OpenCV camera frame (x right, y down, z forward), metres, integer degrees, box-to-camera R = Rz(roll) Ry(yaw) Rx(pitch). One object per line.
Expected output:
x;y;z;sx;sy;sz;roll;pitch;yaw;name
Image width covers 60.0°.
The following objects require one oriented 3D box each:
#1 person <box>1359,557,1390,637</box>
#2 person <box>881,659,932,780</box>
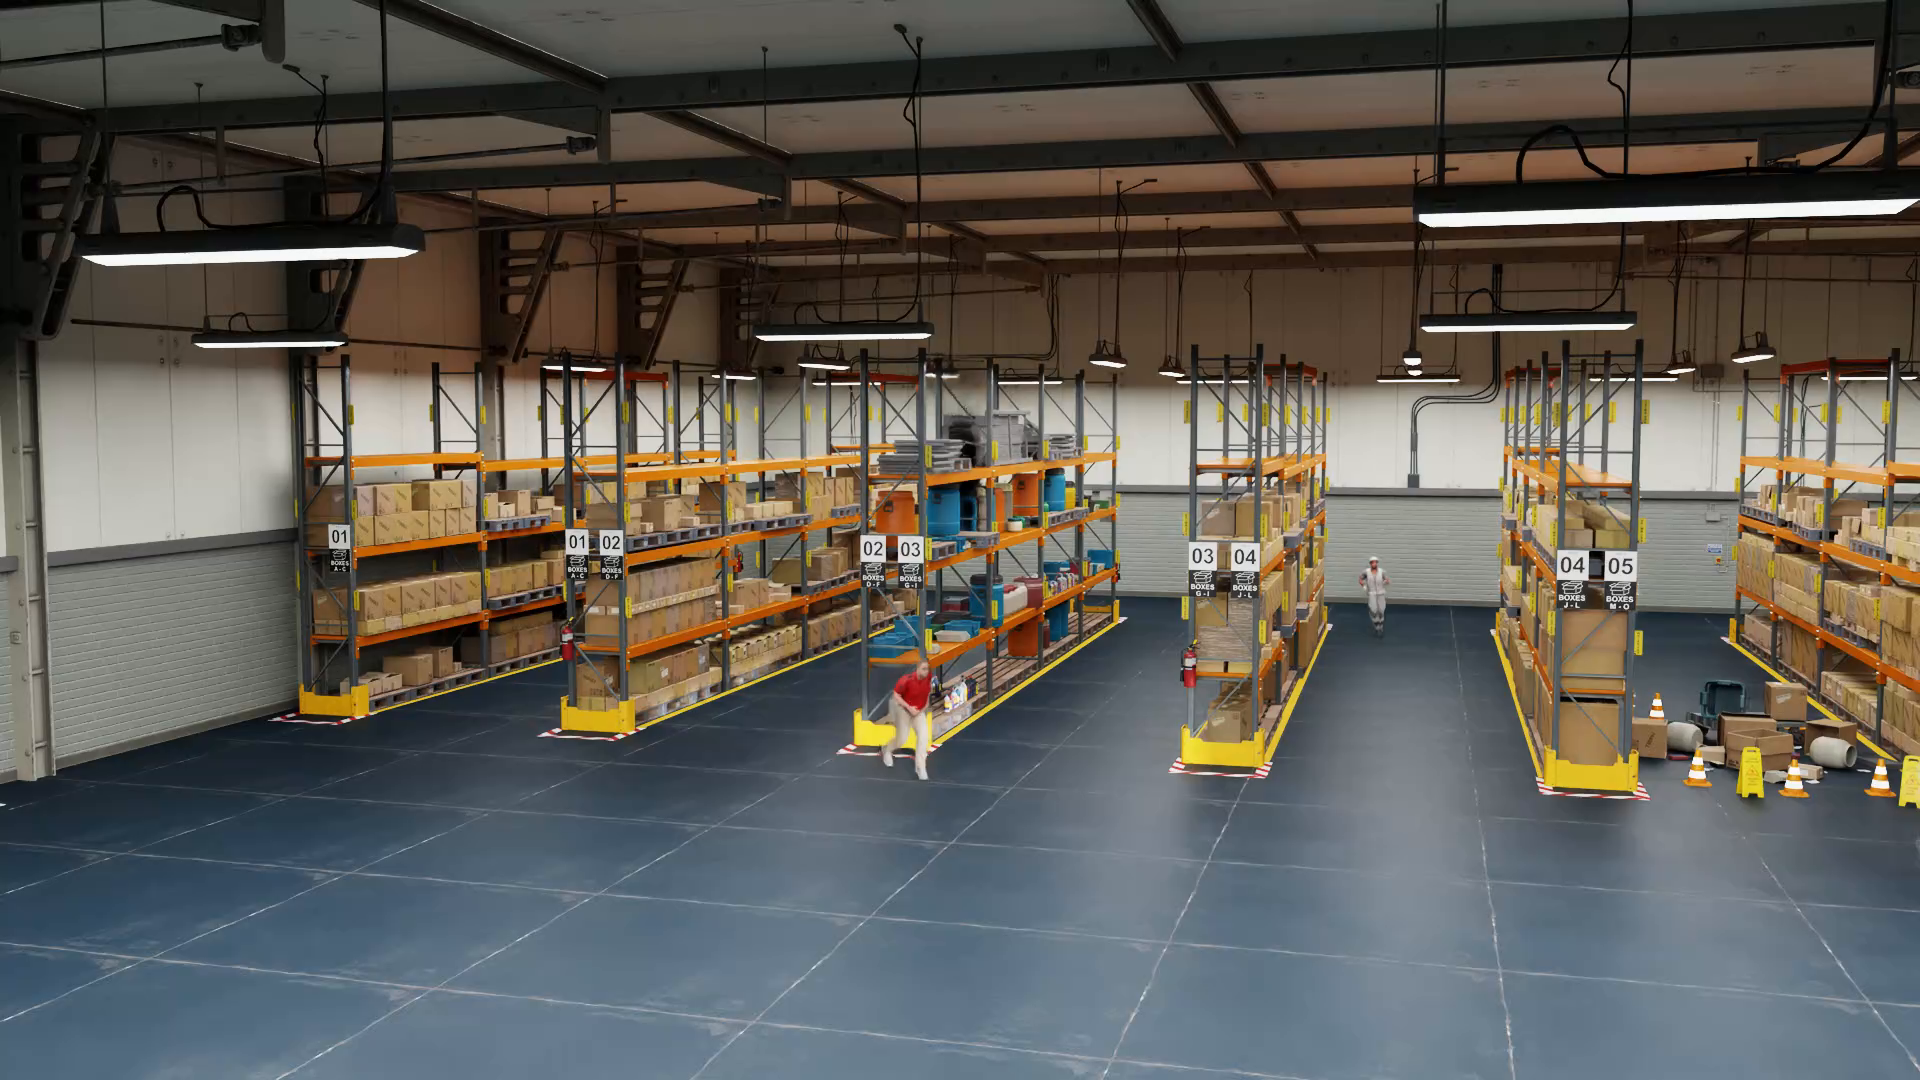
9.441;1.291;37.823;0.651;1.830;0.730;0;4;5;person
-0.738;2.462;23.224;0.699;1.696;1.020;-4;6;-41;person
